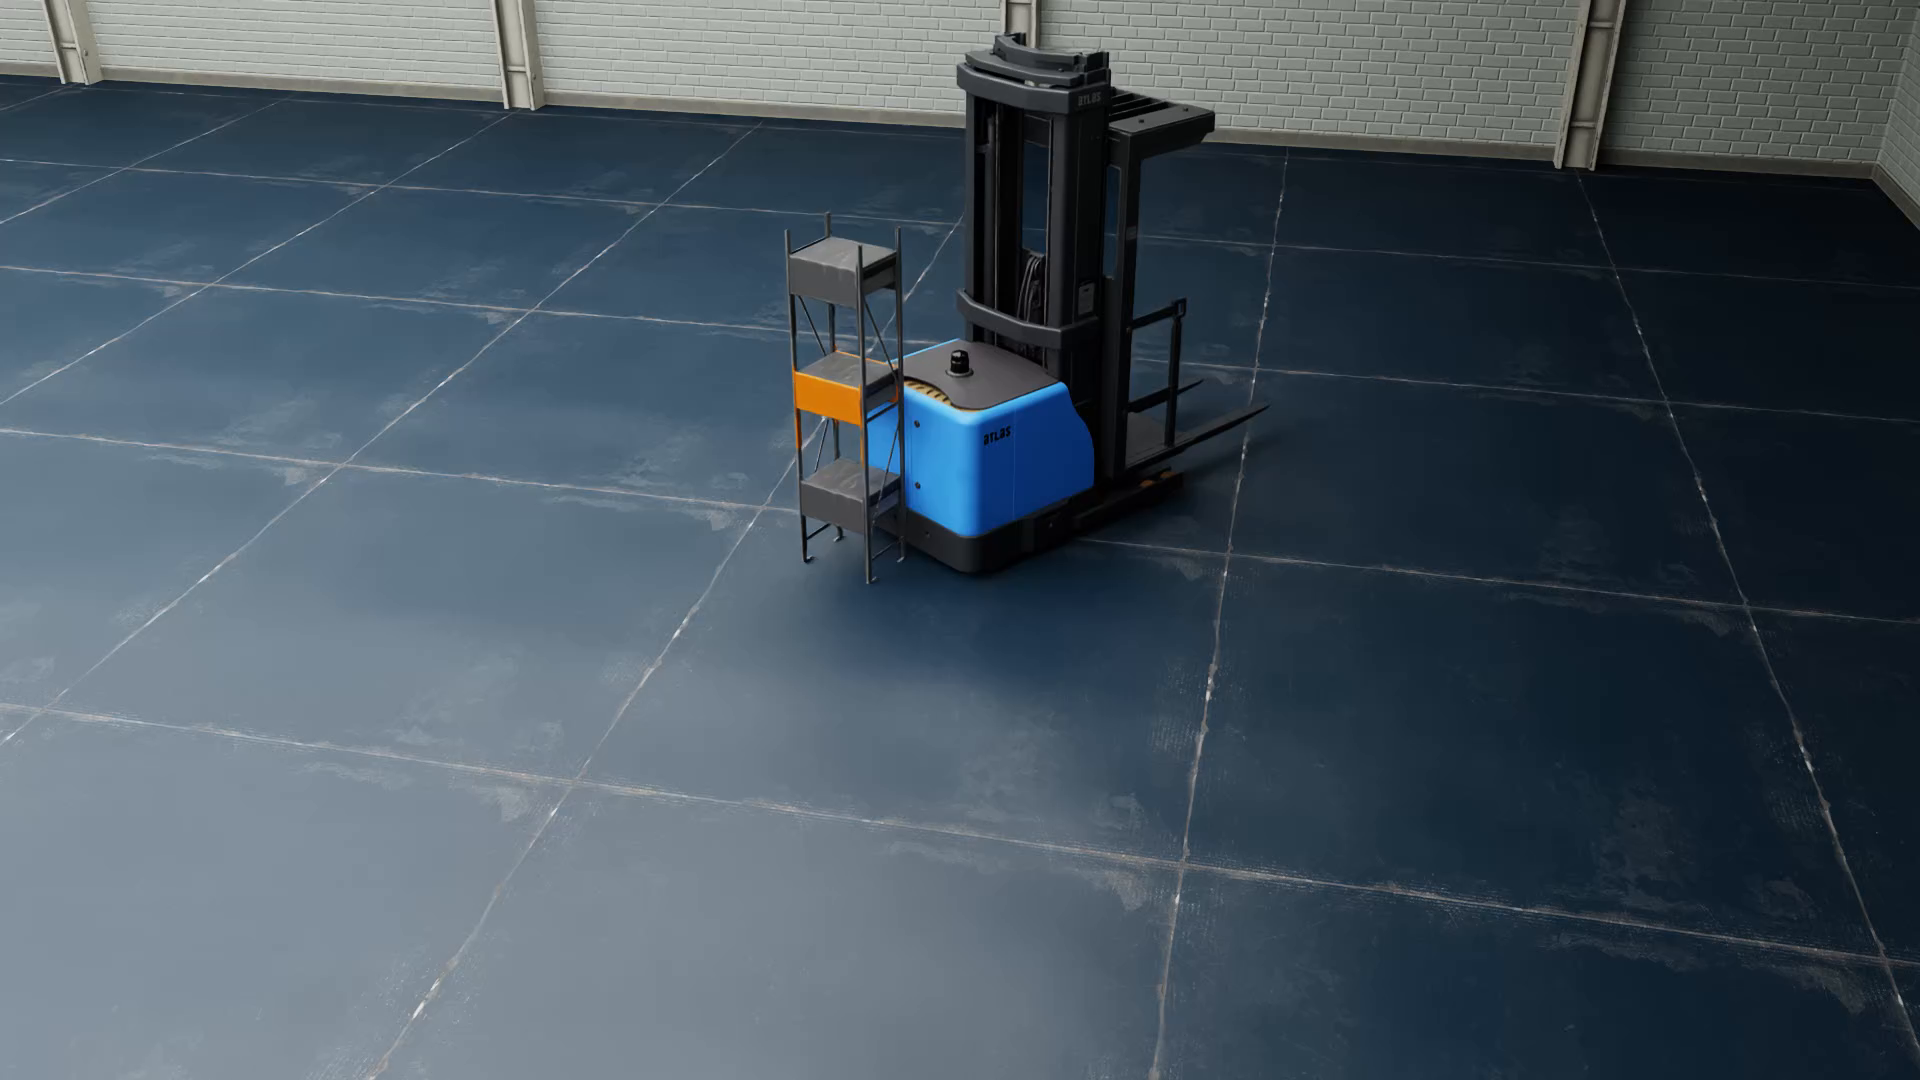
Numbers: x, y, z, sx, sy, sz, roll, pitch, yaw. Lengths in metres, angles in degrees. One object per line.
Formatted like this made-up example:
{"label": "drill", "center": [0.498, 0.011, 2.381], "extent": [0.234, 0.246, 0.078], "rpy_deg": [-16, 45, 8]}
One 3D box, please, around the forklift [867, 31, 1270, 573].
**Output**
{"label": "forklift", "center": [0.830, -1.678, 10.425], "extent": [3.031, 2.935, 1.130], "rpy_deg": [-23, 36, -36]}

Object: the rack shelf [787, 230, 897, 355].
{"label": "rack shelf", "center": [-0.646, -1.399, 9.351], "extent": [0.480, 0.518, 0.431], "rpy_deg": [17, 33, 28]}

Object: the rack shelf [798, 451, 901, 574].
{"label": "rack shelf", "center": [-0.646, -0.171, 10.024], "extent": [0.480, 0.518, 0.431], "rpy_deg": [17, 33, 28]}

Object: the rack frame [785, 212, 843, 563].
{"label": "rack frame", "center": [-0.851, -0.861, 9.797], "extent": [0.015, 2.100, 0.400], "rpy_deg": [17, 33, 28]}

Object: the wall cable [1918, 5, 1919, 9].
{"label": "wall cable", "center": [9.138, -5.656, 14.607], "extent": [0.112, 2.526, 3.097], "rpy_deg": [6, 29, 11]}

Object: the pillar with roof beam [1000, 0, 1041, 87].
{"label": "pillar with roof beam", "center": [-0.233, -6.515, 12.941], "extent": [0.400, 9.000, 9.100], "rpy_deg": [6, 29, 11]}

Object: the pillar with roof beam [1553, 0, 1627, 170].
{"label": "pillar with roof beam", "center": [5.634, -5.913, 11.842], "extent": [0.400, 9.000, 9.100], "rpy_deg": [6, 29, 11]}

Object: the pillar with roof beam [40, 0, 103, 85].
{"label": "pillar with roof beam", "center": [-11.969, -7.718, 15.139], "extent": [0.400, 9.000, 9.100], "rpy_deg": [6, 29, 11]}

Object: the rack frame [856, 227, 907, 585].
{"label": "rack frame", "center": [-0.441, -0.733, 9.565], "extent": [0.015, 2.100, 0.400], "rpy_deg": [17, 33, 28]}

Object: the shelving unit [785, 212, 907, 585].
{"label": "shelving unit", "center": [-0.646, -0.797, 9.681], "extent": [0.503, 2.100, 0.431], "rpy_deg": [17, 33, 28]}

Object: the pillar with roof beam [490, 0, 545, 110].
{"label": "pillar with roof beam", "center": [-6.101, -7.116, 14.040], "extent": [0.400, 9.000, 9.100], "rpy_deg": [6, 29, 11]}

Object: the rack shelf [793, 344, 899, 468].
{"label": "rack shelf", "center": [-0.646, -0.785, 9.688], "extent": [0.480, 0.518, 0.431], "rpy_deg": [17, 33, 28]}
